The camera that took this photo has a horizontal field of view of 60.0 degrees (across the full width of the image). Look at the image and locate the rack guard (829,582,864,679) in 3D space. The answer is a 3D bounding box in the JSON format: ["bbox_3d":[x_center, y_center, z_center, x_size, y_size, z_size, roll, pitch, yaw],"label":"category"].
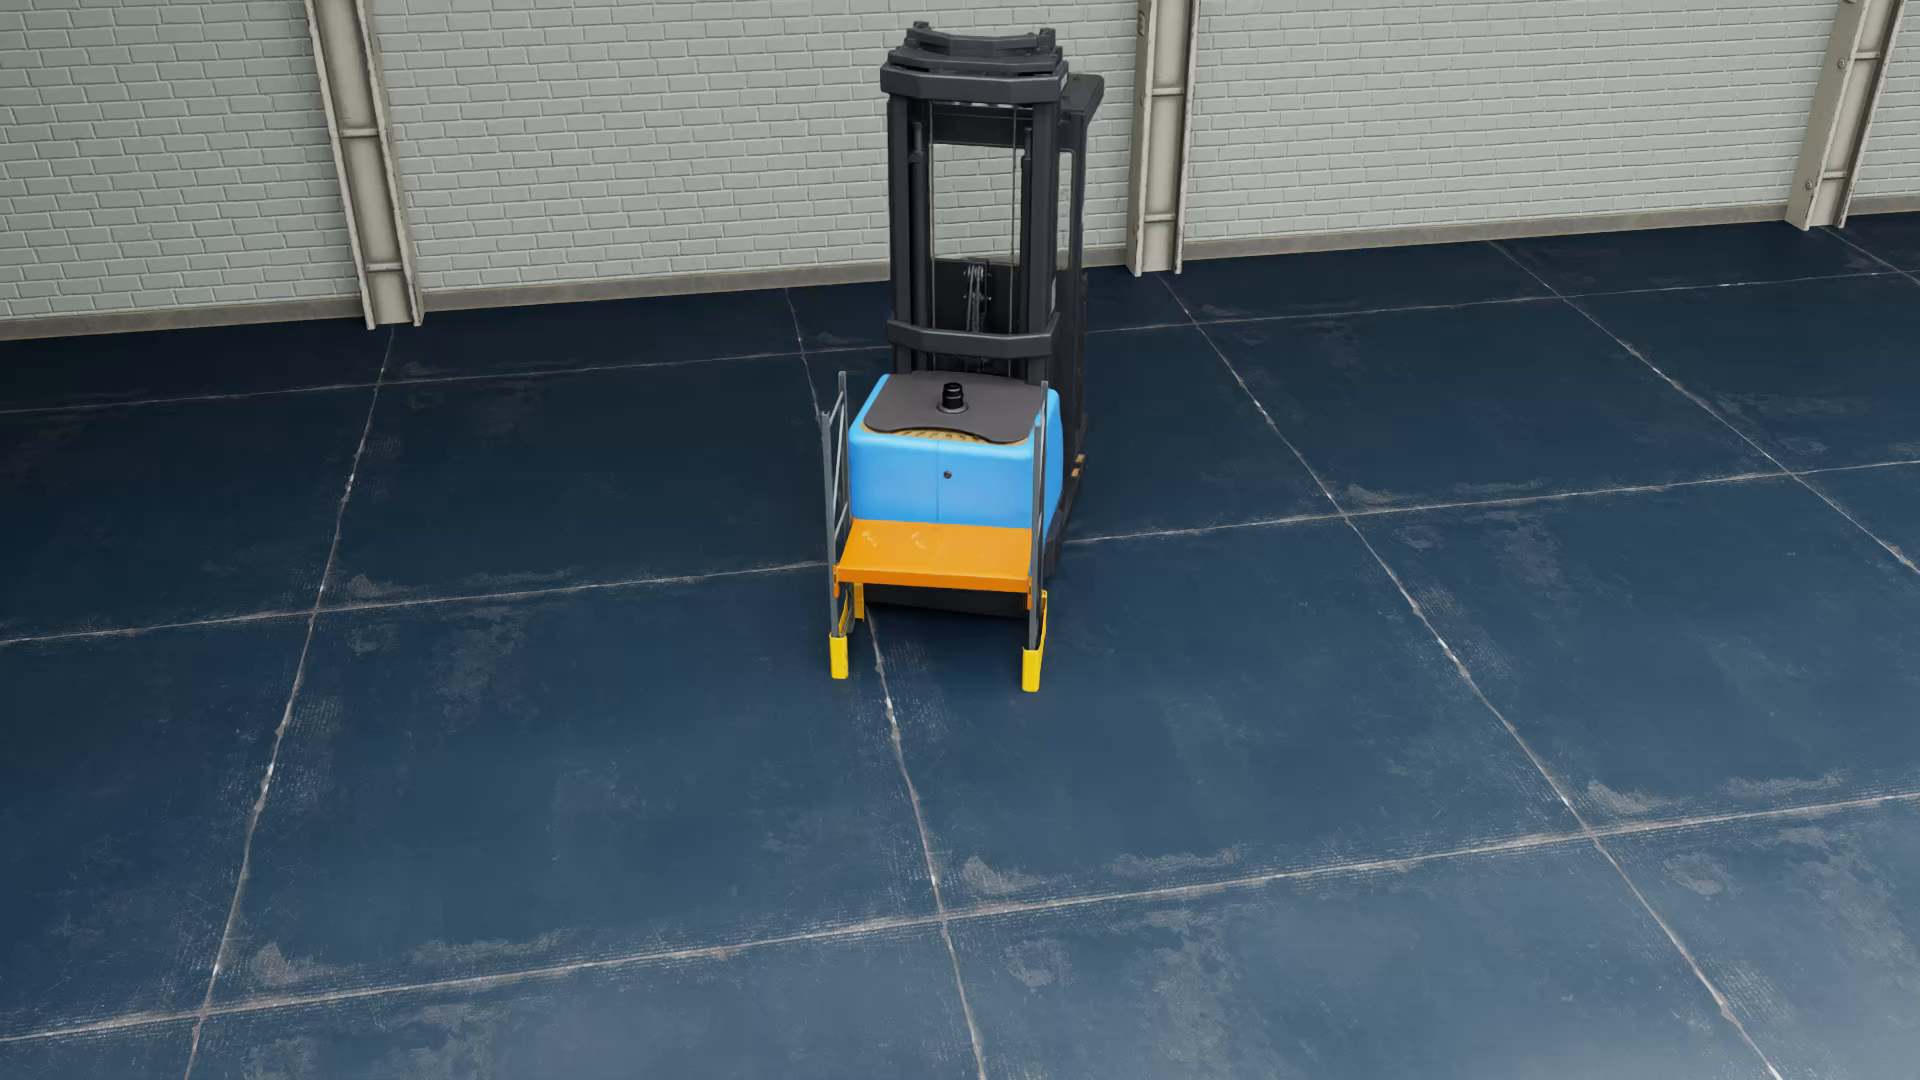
[{"bbox_3d":[-0.597,0.465,8.826,0.087,0.250,0.587,3,31,6],"label":"rack guard"}]

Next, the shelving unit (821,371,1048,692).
[{"bbox_3d":[-0.103,-0.044,8.460,1.083,1.500,0.587,3,31,6],"label":"shelving unit"}]

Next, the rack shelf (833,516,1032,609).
[{"bbox_3d":[-0.112,0.110,8.552,1.000,0.185,0.538,3,31,6],"label":"rack shelf"}]

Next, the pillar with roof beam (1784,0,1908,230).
[{"bbox_3d":[8.263,-4.516,8.666,0.400,9.000,9.100,-5,31,-9],"label":"pillar with roof beam"}]

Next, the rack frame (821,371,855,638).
[{"bbox_3d":[-0.617,-0.074,8.511,0.032,1.500,0.500,3,31,6],"label":"rack frame"}]

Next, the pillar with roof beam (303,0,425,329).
[{"bbox_3d":[-3.541,-3.420,6.803,0.400,9.000,9.100,-5,31,-9],"label":"pillar with roof beam"}]

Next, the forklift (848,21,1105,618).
[{"bbox_3d":[0.197,-1.575,9.651,1.130,2.935,3.031,6,31,10],"label":"forklift"}]

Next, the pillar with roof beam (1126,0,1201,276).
[{"bbox_3d":[2.361,-3.968,7.734,0.400,9.000,9.100,-5,31,-9],"label":"pillar with roof beam"}]

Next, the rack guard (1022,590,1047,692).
[{"bbox_3d":[0.392,0.523,8.728,0.087,0.250,0.587,3,31,6],"label":"rack guard"}]

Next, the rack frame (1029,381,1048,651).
[{"bbox_3d":[0.393,-0.015,8.411,0.032,1.500,0.500,3,31,6],"label":"rack frame"}]
